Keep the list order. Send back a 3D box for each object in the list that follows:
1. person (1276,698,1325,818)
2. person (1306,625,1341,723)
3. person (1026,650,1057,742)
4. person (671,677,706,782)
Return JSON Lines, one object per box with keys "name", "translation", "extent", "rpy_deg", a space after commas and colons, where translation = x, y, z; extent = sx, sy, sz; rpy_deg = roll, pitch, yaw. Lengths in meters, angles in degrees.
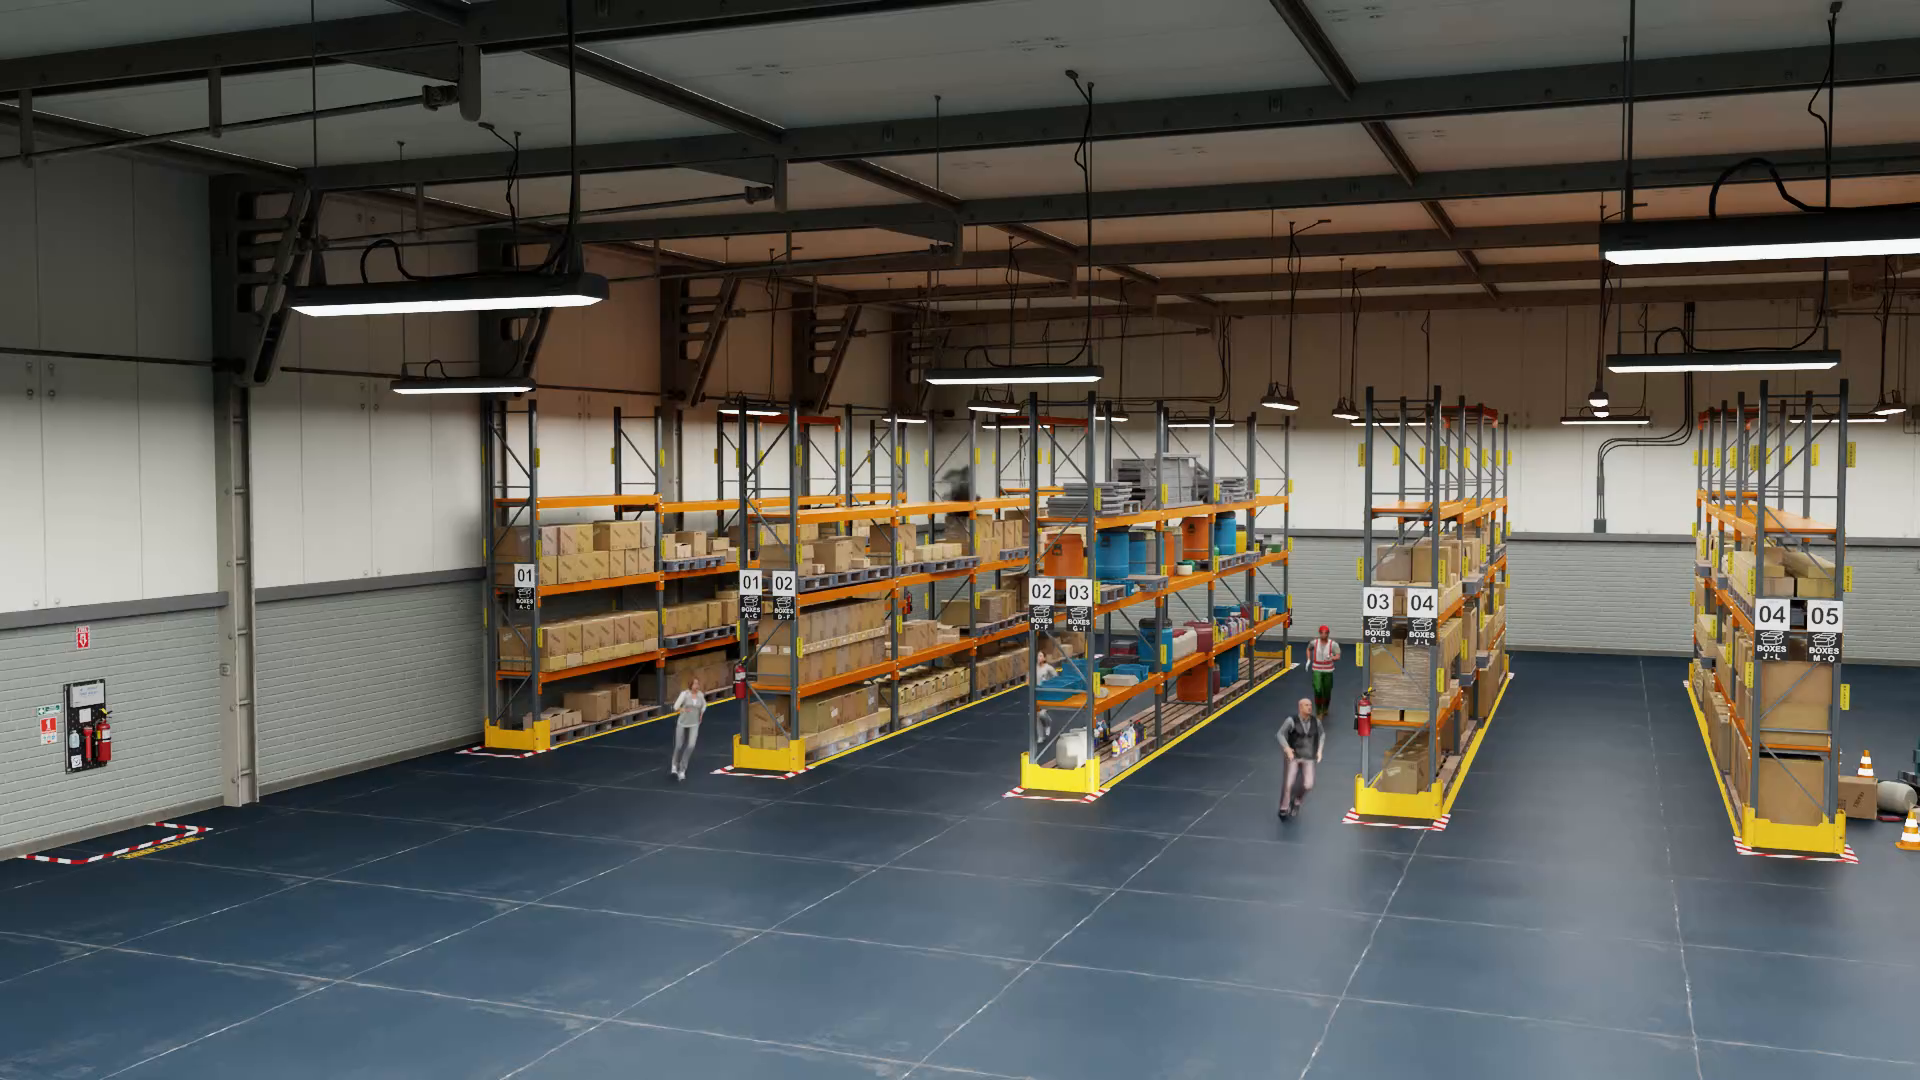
{"name": "person", "translation": [4.738, 3.029, 22.995], "extent": [0.713, 1.669, 0.575], "rpy_deg": [0, 3, -1]}
{"name": "person", "translation": [6.928, 2.538, 31.729], "extent": [0.644, 1.844, 0.876], "rpy_deg": [1, 3, 11]}
{"name": "person", "translation": [1.415, 2.747, 29.229], "extent": [0.558, 1.631, 0.555], "rpy_deg": [1, 3, 19]}
{"name": "person", "translation": [-4.220, 2.947, 26.032], "extent": [0.552, 1.575, 0.670], "rpy_deg": [-1, 3, -17]}
